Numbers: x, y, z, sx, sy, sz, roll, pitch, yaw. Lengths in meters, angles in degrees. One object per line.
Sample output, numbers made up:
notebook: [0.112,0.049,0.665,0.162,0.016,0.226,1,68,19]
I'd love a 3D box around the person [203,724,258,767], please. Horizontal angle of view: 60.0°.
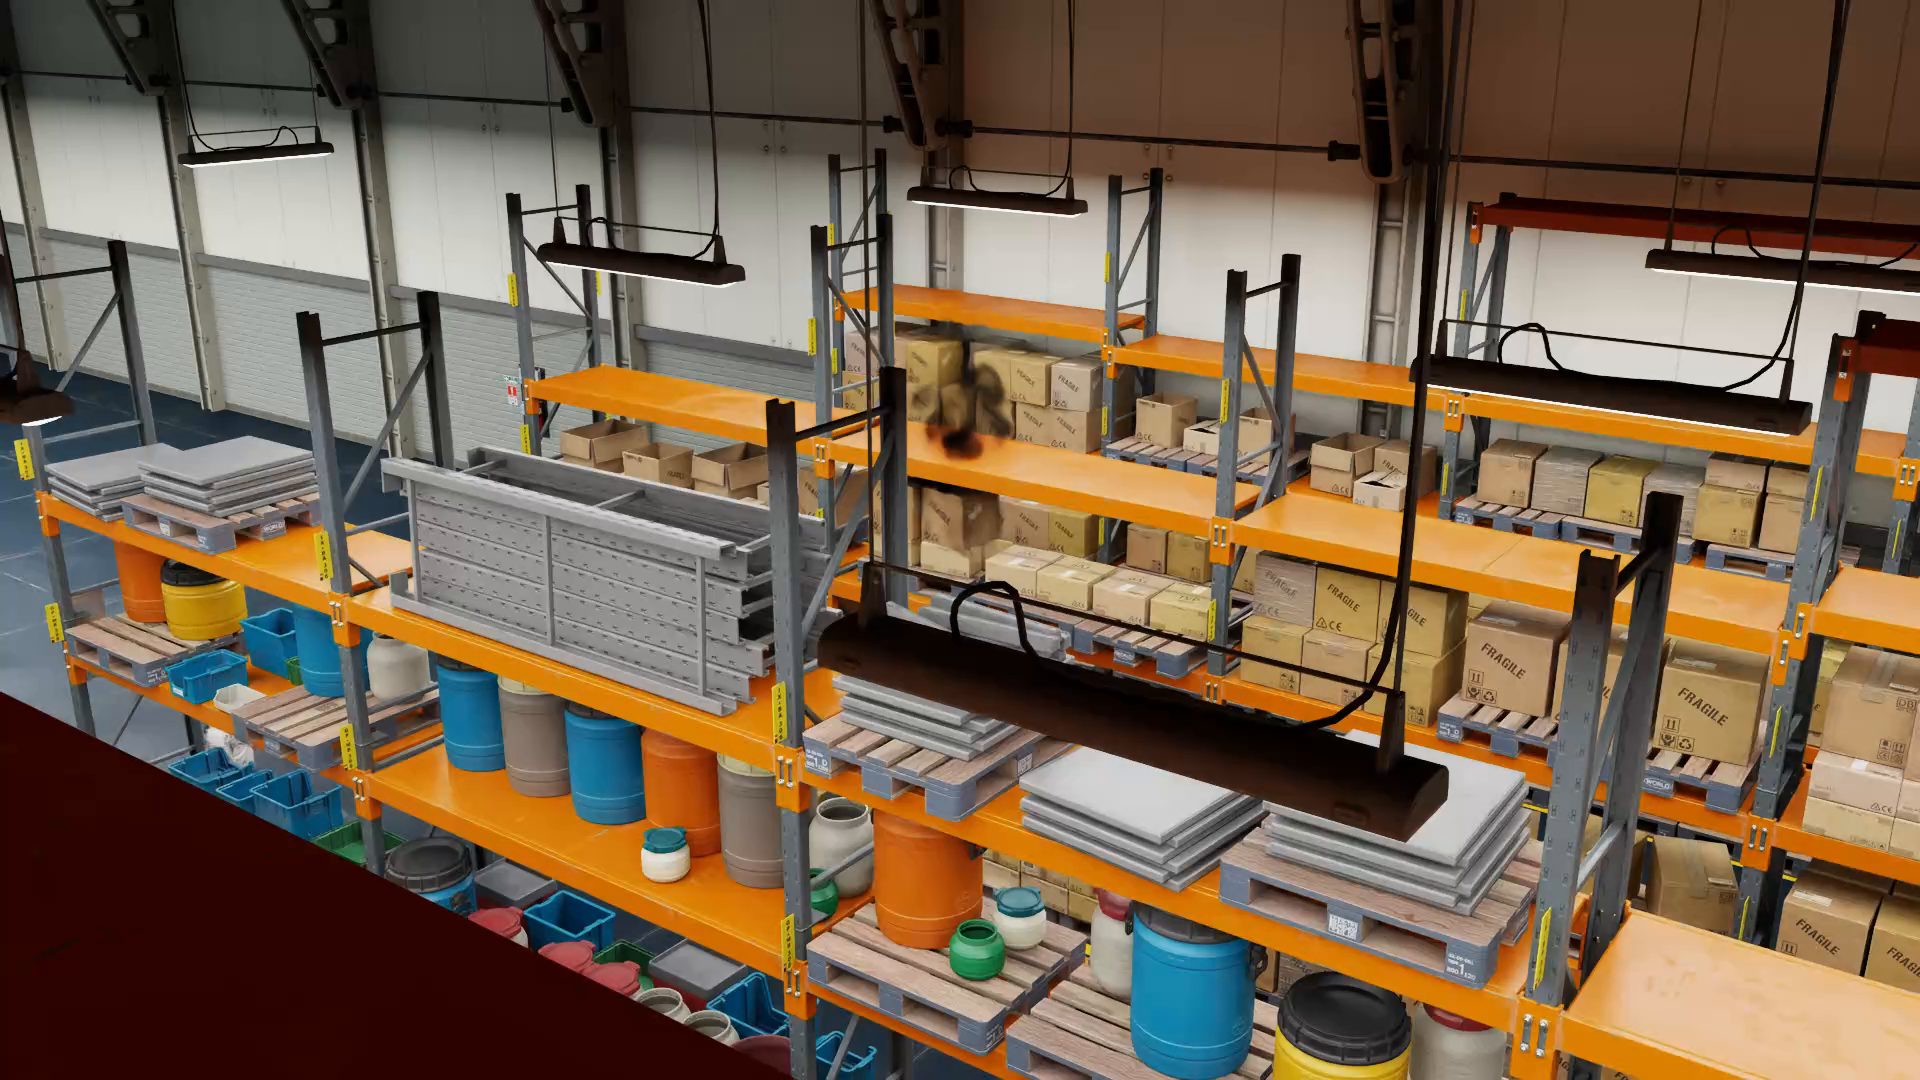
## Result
person: [-6.981,2.178,15.834,0.801,1.785,0.664,-1,19,-4]
